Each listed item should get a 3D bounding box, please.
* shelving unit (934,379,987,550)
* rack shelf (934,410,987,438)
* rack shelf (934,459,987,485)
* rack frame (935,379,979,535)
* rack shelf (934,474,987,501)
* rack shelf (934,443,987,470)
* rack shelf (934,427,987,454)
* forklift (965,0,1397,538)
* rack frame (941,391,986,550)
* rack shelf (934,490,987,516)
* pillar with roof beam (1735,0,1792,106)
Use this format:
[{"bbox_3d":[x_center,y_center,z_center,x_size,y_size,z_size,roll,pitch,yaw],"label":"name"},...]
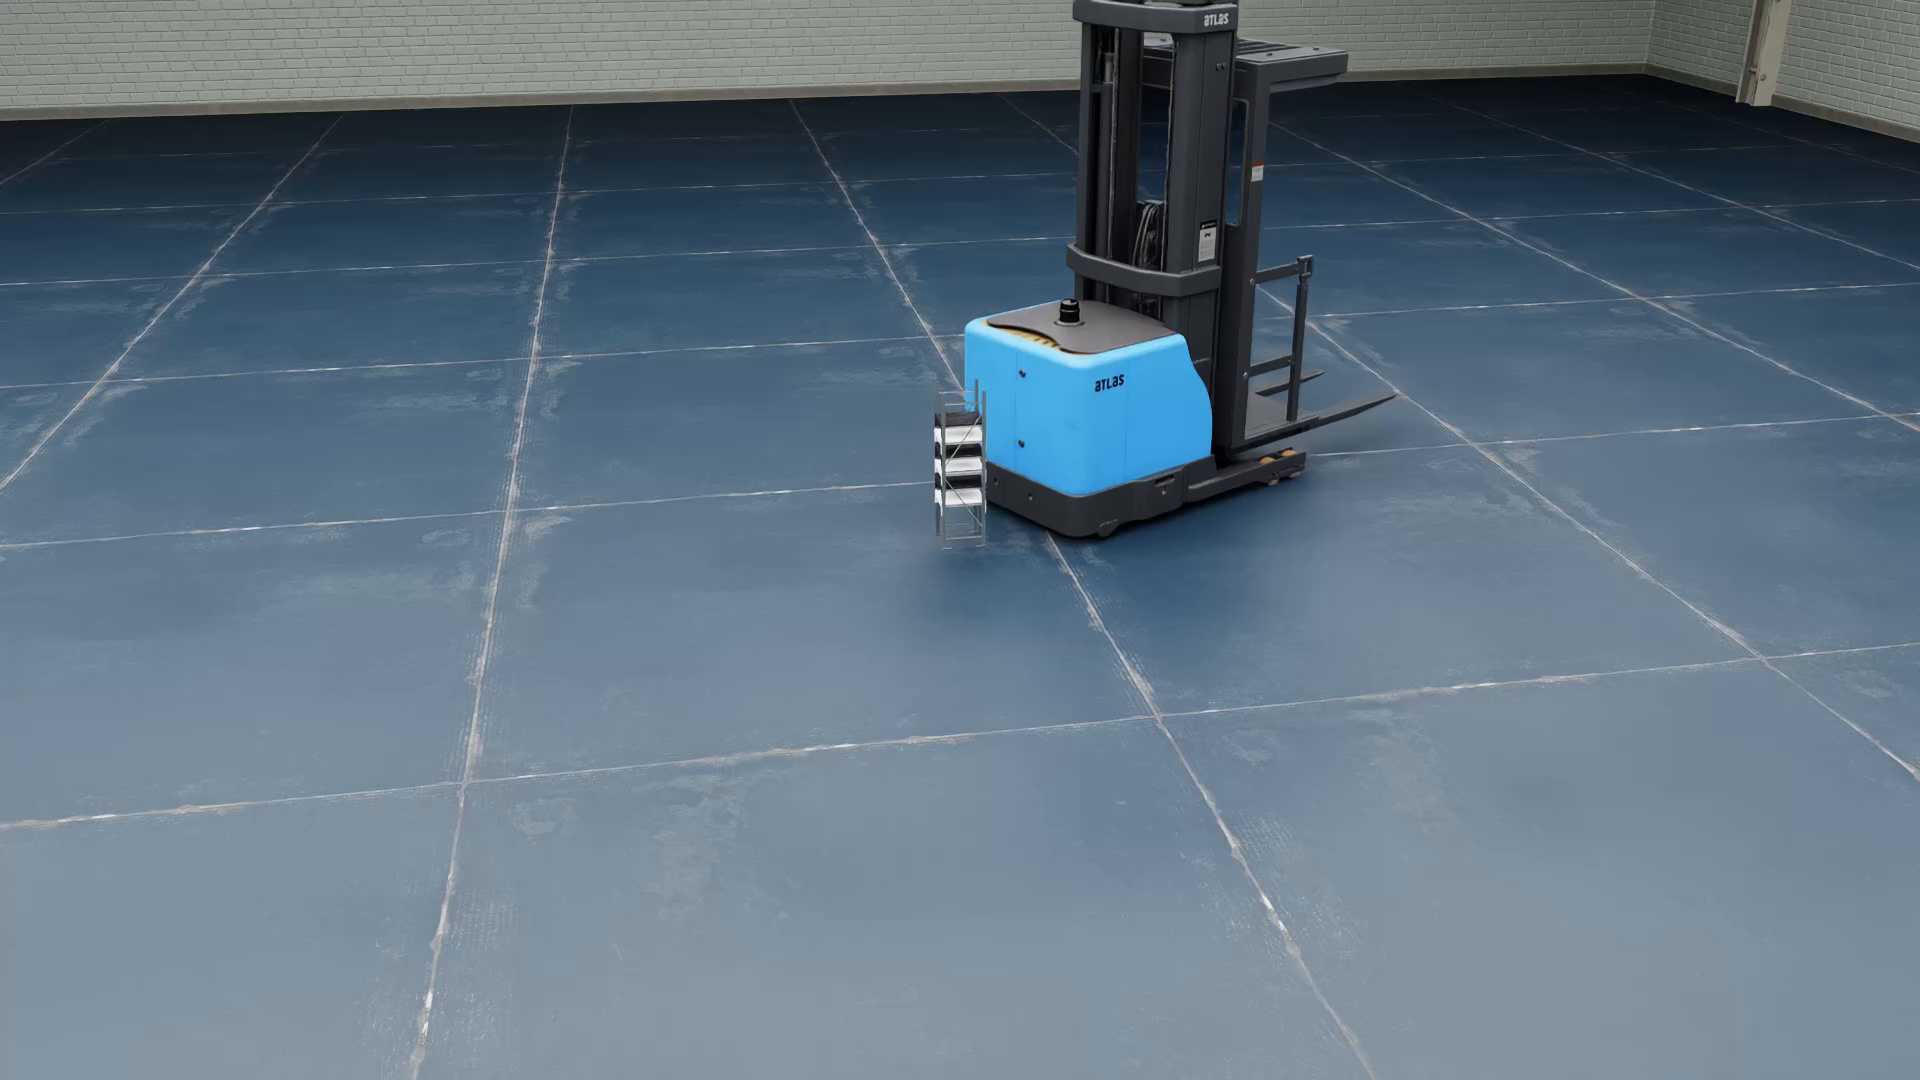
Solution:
[{"bbox_3d":[0.001,-0.409,9.063,0.258,0.900,0.210,-4,24,-10],"label":"shelving unit"},{"bbox_3d":[0.001,-0.626,8.968,0.258,0.077,0.200,-4,24,-10],"label":"rack shelf"},{"bbox_3d":[0.001,-0.379,9.076,0.258,0.077,0.200,-4,24,-10],"label":"rack shelf"},{"bbox_3d":[-0.017,-0.449,9.154,0.240,0.900,0.006,-4,24,-10],"label":"rack frame"},{"bbox_3d":[0.001,-0.296,9.112,0.258,0.077,0.200,-4,24,-10],"label":"rack shelf"},{"bbox_3d":[0.001,-0.461,9.040,0.258,0.077,0.200,-4,24,-10],"label":"rack shelf"},{"bbox_3d":[0.001,-0.544,9.004,0.258,0.077,0.200,-4,24,-10],"label":"rack shelf"},{"bbox_3d":[1.477,-1.820,9.754,3.031,2.935,1.130,-18,29,-35],"label":"forklift"},{"bbox_3d":[0.020,-0.369,8.971,0.240,0.900,0.006,-4,24,-10],"label":"rack frame"},{"bbox_3d":[0.001,-0.214,9.148,0.258,0.077,0.200,-4,24,-10],"label":"rack shelf"},{"bbox_3d":[6.835,-9.892,20.655,9.100,9.000,0.400,-4,24,-10],"label":"pillar with roof beam"}]
